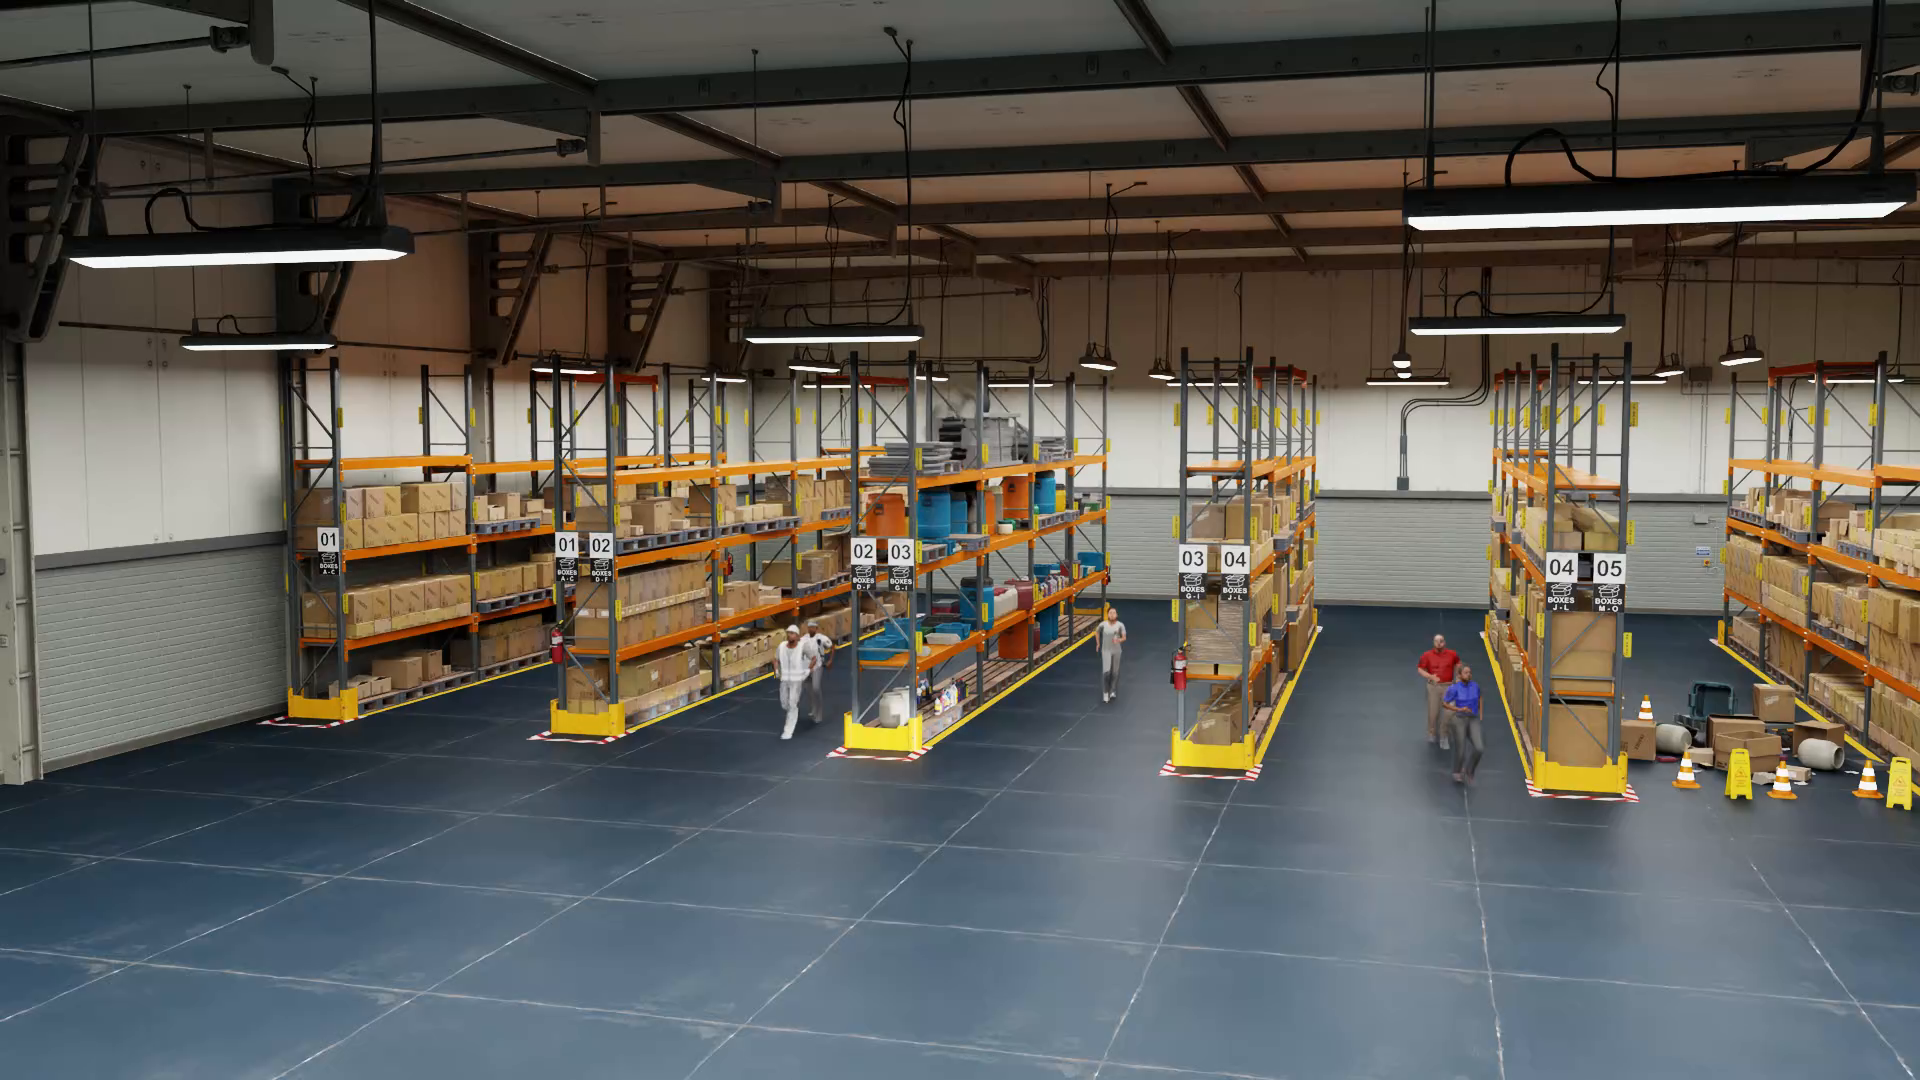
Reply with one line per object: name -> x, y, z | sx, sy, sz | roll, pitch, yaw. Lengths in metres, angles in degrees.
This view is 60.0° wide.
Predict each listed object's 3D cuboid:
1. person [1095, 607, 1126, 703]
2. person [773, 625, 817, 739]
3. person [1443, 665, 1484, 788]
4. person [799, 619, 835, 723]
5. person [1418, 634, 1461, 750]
person -> 2.662, 2.017, 29.336 | 0.535, 1.685, 0.698 | 0, 4, 1
person -> -2.608, 2.213, 26.255 | 0.699, 1.768, 0.846 | 1, 4, 15
person -> 6.870, 2.535, 22.628 | 0.637, 1.685, 0.621 | -1, 4, -8
person -> -2.405, 2.162, 27.477 | 0.589, 1.756, 0.723 | 1, 4, 12
person -> 7.299, 2.314, 25.300 | 0.665, 1.758, 0.720 | 1, 4, 10
